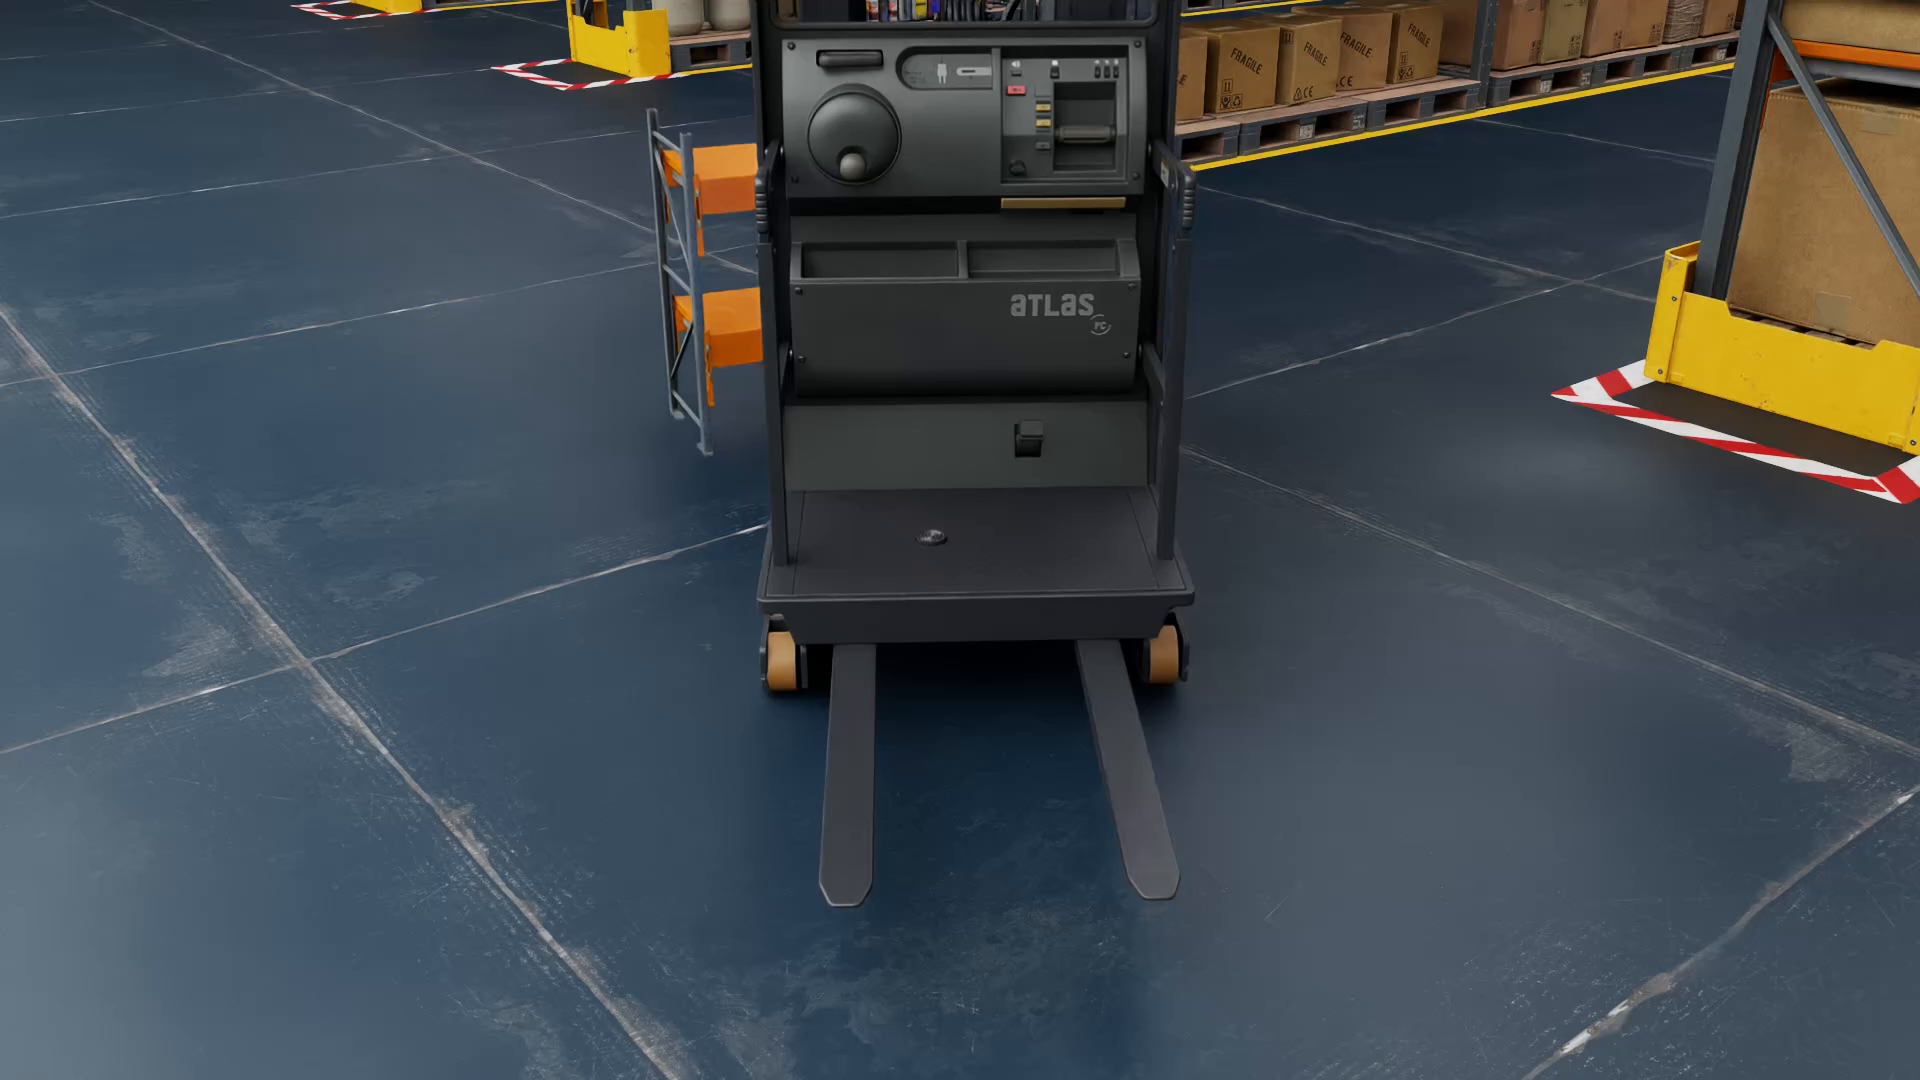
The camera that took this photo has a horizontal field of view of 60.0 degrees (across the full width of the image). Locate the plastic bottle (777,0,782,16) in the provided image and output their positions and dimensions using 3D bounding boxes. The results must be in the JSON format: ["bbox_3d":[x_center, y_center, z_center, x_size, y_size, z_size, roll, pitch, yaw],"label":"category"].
[{"bbox_3d":[-1.629,-4.745,14.712,0.097,0.201,0.097,0,25,0],"label":"plastic bottle"}]

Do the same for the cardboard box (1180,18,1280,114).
[{"bbox_3d":[1.708,-3.088,10.810,0.500,0.500,0.500,-15,29,-29],"label":"cardboard box"}]

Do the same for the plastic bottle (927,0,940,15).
[{"bbox_3d":[-0.238,-4.830,14.798,0.133,0.283,0.061,-16,29,-31],"label":"plastic bottle"}]

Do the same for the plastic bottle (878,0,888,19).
[{"bbox_3d":[-0.677,-4.690,14.510,0.097,0.271,0.097,0,25,0],"label":"plastic bottle"}]

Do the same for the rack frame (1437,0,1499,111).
[{"bbox_3d":[3.400,-4.591,11.578,0.127,3.000,1.000,-18,31,-34],"label":"rack frame"}]

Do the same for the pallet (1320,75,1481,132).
[{"bbox_3d":[2.894,-3.139,11.764,1.213,0.211,1.003,-18,31,-34],"label":"pallet"}]

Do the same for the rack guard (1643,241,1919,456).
[{"bbox_3d":[3.215,-0.742,6.255,0.348,0.500,1.175,-18,31,-34],"label":"rack guard"}]

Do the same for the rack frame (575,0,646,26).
[{"bbox_3d":[-2.803,-5.192,12.875,0.127,3.000,1.000,-18,31,-34],"label":"rack frame"}]

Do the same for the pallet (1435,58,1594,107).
[{"bbox_3d":[4.012,-3.528,12.602,1.213,0.211,1.003,-18,31,-34],"label":"pallet"}]

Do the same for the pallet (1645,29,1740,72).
[{"bbox_3d":[5.932,-4.162,13.968,1.213,0.211,1.003,-18,31,-34],"label":"pallet"}]

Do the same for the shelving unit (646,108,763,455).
[{"bbox_3d":[-0.522,-0.995,6.057,1.048,1.125,0.538,-10,27,-21],"label":"shelving unit"}]

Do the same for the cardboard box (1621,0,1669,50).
[{"bbox_3d":[5.163,-4.217,13.219,0.500,0.500,0.700,-15,29,-30],"label":"cardboard box"}]

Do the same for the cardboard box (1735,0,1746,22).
[{"bbox_3d":[7.104,-5.029,14.547,0.875,0.875,1.225,-20,32,-36],"label":"cardboard box"}]

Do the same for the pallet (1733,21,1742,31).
[{"bbox_3d":[7.215,-4.545,14.791,1.213,0.211,1.003,-18,31,-34],"label":"pallet"}]

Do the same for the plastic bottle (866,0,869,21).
[{"bbox_3d":[-0.836,-4.637,14.396,0.097,0.271,0.097,0,25,0],"label":"plastic bottle"}]

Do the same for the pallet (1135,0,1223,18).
[{"bbox_3d":[1.899,-5.502,16.854,1.213,0.211,1.003,-18,31,-34],"label":"pallet"}]

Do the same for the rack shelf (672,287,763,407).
[{"bbox_3d":[-0.522,-0.773,6.160,1.000,0.278,0.538,-10,27,-21],"label":"rack shelf"}]

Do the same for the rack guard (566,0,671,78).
[{"bbox_3d":[-2.773,-4.094,13.477,0.348,0.500,1.175,-18,31,-34],"label":"rack guard"}]

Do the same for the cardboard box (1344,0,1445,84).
[{"bbox_3d":[3.061,-3.557,11.821,0.500,0.500,0.500,-19,31,-36],"label":"cardboard box"}]

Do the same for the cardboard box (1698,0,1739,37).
[{"bbox_3d":[6.033,-4.515,13.861,0.500,0.500,0.700,-20,32,-37],"label":"cardboard box"}]

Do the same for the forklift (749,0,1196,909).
[{"bbox_3d":[0.024,-1.065,4.062,1.130,2.935,3.031,-1,25,-2],"label":"forklift"}]

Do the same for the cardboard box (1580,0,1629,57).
[{"bbox_3d":[4.724,-4.072,12.907,0.500,0.500,0.700,-21,32,-38],"label":"cardboard box"}]

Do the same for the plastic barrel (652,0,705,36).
[{"bbox_3d":[-2.333,-4.451,13.733,0.421,0.512,0.421,0,25,0],"label":"plastic barrel"}]

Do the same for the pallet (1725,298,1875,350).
[{"bbox_3d":[3.815,-0.851,6.833,1.213,0.211,1.003,-18,31,-34],"label":"pallet"}]

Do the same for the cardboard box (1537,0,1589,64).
[{"bbox_3d":[4.284,-3.926,12.593,0.500,0.500,0.700,-18,31,-34],"label":"cardboard box"}]

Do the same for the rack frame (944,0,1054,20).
[{"bbox_3d":[0.253,-3.551,9.339,0.127,3.000,1.000,-18,31,-34],"label":"rack frame"}]

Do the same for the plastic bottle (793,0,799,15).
[{"bbox_3d":[-1.414,-4.835,14.818,0.135,0.276,0.152,-18,30,-34],"label":"plastic bottle"}]

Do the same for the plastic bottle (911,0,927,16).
[{"bbox_3d":[-0.390,-4.833,14.724,0.185,0.351,0.144,-18,31,-34],"label":"plastic bottle"}]

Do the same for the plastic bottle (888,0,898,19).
[{"bbox_3d":[-0.596,-4.684,14.582,0.097,0.201,0.097,0,25,0],"label":"plastic bottle"}]

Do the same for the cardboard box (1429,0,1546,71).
[{"bbox_3d":[3.897,-3.809,12.340,0.500,0.500,0.700,-21,32,-38],"label":"cardboard box"}]

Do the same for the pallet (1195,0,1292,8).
[{"bbox_3d":[2.858,-5.817,17.533,1.213,0.211,1.003,-18,31,-34],"label":"pallet"}]

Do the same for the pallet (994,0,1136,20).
[{"bbox_3d":[0.938,-5.183,16.168,1.213,0.211,1.003,-18,31,-34],"label":"pallet"}]

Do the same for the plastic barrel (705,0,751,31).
[{"bbox_3d":[-1.938,-4.581,14.013,0.421,0.512,0.421,0,25,0],"label":"plastic barrel"}]

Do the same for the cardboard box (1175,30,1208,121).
[{"bbox_3d":[1.204,-2.931,10.474,0.500,0.500,0.500,-10,27,-21],"label":"cardboard box"}]

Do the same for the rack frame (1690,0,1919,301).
[{"bbox_3d":[3.234,-1.882,5.742,0.127,3.000,1.000,-18,31,-34],"label":"rack frame"}]

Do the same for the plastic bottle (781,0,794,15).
[{"bbox_3d":[-1.548,-4.818,14.773,0.133,0.283,0.061,-17,30,-33],"label":"plastic bottle"}]

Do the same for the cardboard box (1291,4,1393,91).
[{"bbox_3d":[2.615,-3.405,11.495,0.500,0.500,0.500,-9,26,-18],"label":"cardboard box"}]

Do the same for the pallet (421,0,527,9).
[{"bbox_3d":[-5.281,-5.782,17.457,1.213,0.211,1.003,-18,31,-34],"label":"pallet"}]

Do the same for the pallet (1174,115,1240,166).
[{"bbox_3d":[0.974,-2.506,10.398,1.213,0.211,1.003,-18,31,-34],"label":"pallet"}]

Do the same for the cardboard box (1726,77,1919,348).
[{"bbox_3d":[3.727,-1.307,6.528,0.875,0.875,0.875,-18,30,-34],"label":"cardboard box"}]

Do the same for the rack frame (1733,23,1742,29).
[{"bbox_3d":[6.548,-5.630,13.817,0.127,3.000,1.000,-18,31,-34],"label":"rack frame"}]

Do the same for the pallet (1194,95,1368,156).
[{"bbox_3d":[1.933,-2.821,11.077,1.213,0.211,1.003,-18,31,-34],"label":"pallet"}]

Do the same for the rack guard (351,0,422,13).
[{"bbox_3d":[-5.876,-5.694,16.925,0.348,0.500,1.175,-18,31,-34],"label":"rack guard"}]

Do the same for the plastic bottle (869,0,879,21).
[{"bbox_3d":[-0.758,-4.631,14.467,0.097,0.201,0.097,0,25,0],"label":"plastic bottle"}]

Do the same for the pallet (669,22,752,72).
[{"bbox_3d":[-2.130,-4.172,13.989,1.213,0.211,1.003,-18,31,-34],"label":"pallet"}]

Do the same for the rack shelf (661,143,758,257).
[{"bbox_3d":[-0.522,-1.260,5.934,1.000,0.278,0.538,-10,27,-21],"label":"rack shelf"}]

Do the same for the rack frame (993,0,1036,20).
[{"bbox_3d":[0.344,-6.231,15.113,0.127,3.000,1.000,-18,31,-34],"label":"rack frame"}]

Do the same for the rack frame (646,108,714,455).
[{"bbox_3d":[-0.989,-0.910,5.874,0.032,1.125,0.500,-10,27,-21],"label":"rack frame"}]

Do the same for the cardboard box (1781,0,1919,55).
[{"bbox_3d":[3.498,-2.062,5.951,0.550,0.550,0.875,-18,31,-34],"label":"cardboard box"}]

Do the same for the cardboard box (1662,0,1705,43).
[{"bbox_3d":[5.605,-4.366,13.542,0.500,0.500,0.700,-21,32,-38],"label":"cardboard box"}]

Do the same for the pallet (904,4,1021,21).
[{"bbox_3d":[-0.210,-4.806,15.354,1.213,0.211,1.003,-18,31,-34],"label":"pallet"}]

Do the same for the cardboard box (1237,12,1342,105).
[{"bbox_3d":[2.175,-3.218,11.091,0.500,0.500,0.500,-22,33,-38],"label":"cardboard box"}]

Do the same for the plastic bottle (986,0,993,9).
[{"bbox_3d":[0.251,-4.964,15.184,0.097,0.201,0.097,0,25,0],"label":"plastic bottle"}]

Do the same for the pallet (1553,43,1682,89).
[{"bbox_3d":[4.973,-3.847,13.289,1.213,0.211,1.003,-18,31,-34],"label":"pallet"}]

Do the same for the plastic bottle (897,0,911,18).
[{"bbox_3d":[-0.520,-4.758,14.652,0.135,0.276,0.152,-18,30,-33],"label":"plastic bottle"}]

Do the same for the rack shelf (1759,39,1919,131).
[{"bbox_3d":[4.808,-2.075,7.013,4.000,0.370,1.077,-18,31,-34],"label":"rack shelf"}]

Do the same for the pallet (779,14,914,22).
[{"bbox_3d":[-1.171,-4.487,14.668,1.213,0.211,1.003,-18,31,-34],"label":"pallet"}]
